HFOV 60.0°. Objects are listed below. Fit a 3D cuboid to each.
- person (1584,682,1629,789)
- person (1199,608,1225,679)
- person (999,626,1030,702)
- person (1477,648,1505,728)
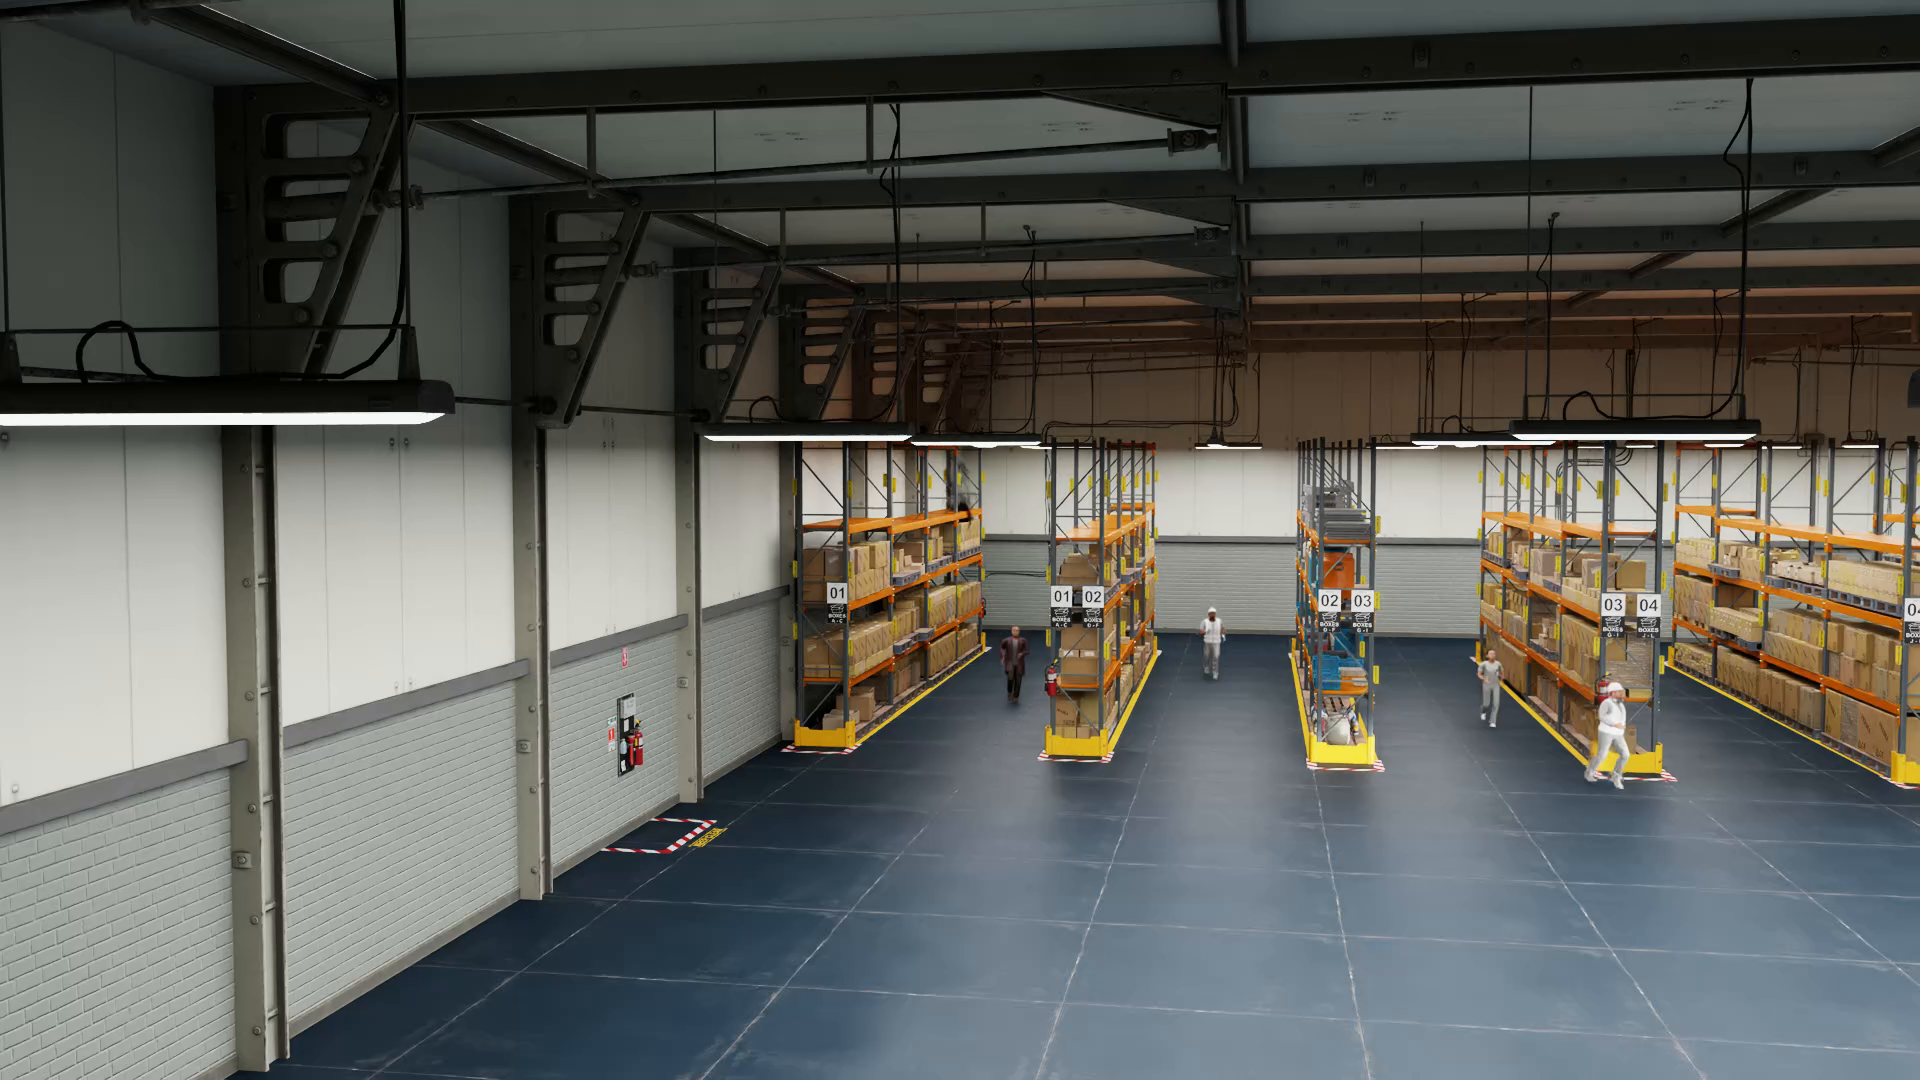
[{"bbox_3d":[11.183,3.351,28.540,0.708,1.831,0.693,-2,3,-30],"label":"person"},{"bbox_3d":[6.364,2.594,41.968,0.691,1.762,0.988,0,3,3],"label":"person"},{"bbox_3d":[1.248,2.837,37.882,0.690,1.740,0.672,0,3,-1],"label":"person"},{"bbox_3d":[11.088,3.070,34.707,0.569,1.623,0.718,0,3,4],"label":"person"}]
